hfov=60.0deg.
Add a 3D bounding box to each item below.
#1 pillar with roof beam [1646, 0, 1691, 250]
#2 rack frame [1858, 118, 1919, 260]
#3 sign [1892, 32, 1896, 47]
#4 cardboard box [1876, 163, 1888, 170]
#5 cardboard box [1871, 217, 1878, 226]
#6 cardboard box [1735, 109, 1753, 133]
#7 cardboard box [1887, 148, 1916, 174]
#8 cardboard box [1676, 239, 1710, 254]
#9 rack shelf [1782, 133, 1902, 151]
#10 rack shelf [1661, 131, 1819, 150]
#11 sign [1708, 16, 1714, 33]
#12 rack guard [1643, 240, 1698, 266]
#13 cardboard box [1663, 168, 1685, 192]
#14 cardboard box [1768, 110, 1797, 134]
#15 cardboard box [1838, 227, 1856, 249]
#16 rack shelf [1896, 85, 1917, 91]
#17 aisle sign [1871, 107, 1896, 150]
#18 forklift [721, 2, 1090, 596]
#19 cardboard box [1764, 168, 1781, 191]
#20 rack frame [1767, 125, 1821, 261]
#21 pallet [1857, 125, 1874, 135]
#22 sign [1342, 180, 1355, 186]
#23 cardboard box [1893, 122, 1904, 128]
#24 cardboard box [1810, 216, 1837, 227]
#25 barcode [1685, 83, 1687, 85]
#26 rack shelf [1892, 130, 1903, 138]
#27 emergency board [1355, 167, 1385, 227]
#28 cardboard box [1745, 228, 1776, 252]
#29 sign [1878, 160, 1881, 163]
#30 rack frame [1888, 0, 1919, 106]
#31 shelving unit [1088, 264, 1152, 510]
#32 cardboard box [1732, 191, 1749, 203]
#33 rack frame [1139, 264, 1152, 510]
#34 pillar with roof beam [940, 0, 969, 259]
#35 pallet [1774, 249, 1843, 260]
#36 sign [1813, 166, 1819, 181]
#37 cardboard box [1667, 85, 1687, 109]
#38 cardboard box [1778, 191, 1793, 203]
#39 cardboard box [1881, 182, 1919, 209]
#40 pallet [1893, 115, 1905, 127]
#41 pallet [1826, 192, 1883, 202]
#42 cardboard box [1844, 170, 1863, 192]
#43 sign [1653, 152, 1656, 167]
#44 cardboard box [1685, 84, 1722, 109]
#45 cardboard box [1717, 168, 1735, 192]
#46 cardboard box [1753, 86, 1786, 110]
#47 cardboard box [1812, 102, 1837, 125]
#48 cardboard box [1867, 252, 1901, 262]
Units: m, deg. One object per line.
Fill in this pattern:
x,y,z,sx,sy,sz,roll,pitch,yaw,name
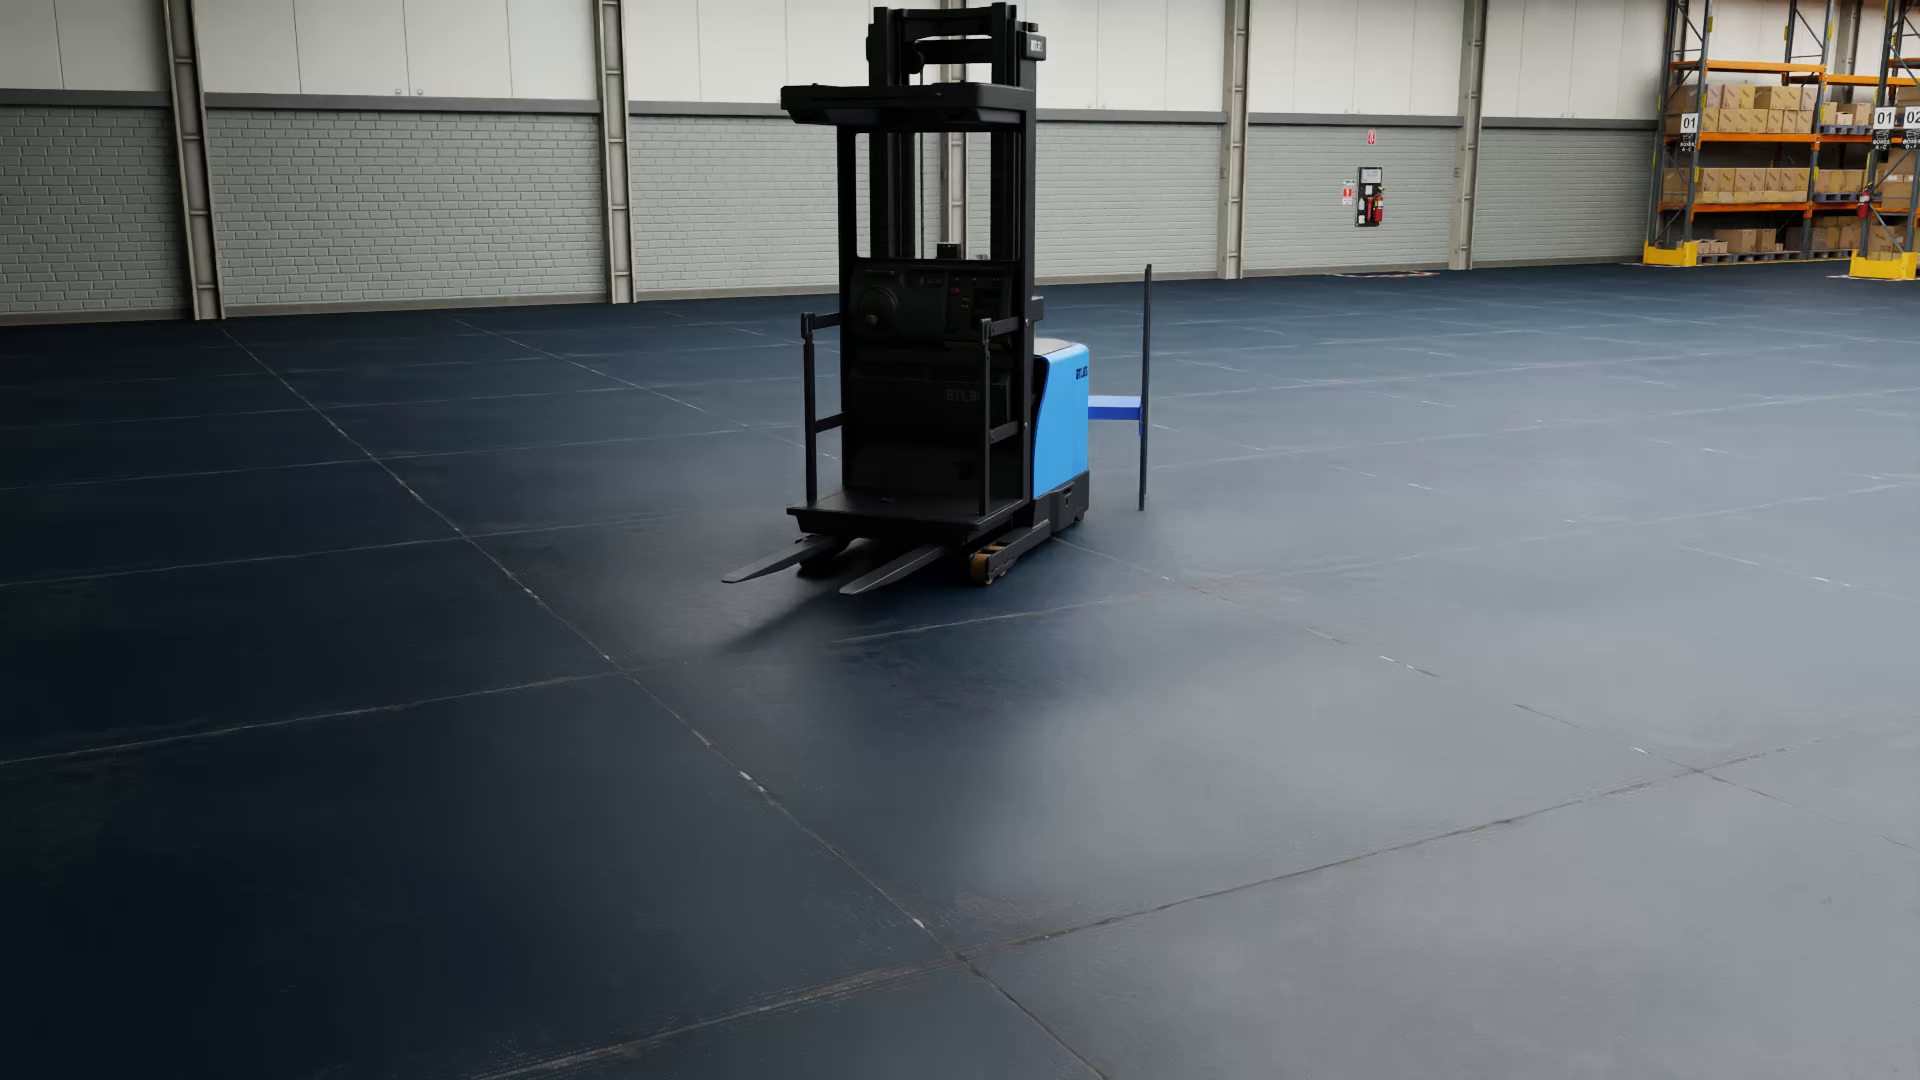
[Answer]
17.769,-9.850,32.882,0.400,9.000,9.100,-7,14,-28,pillar with roof beam
17.884,-6.558,31.919,0.127,3.000,1.000,-7,14,-28,rack frame
22.260,-11.921,39.594,0.005,0.325,0.100,-7,14,-28,sign
21.965,-8.855,39.418,0.250,0.149,0.380,-10,16,-37,cardboard box
21.391,-7.582,39.449,0.500,0.250,0.500,-7,14,-27,cardboard box
16.862,-9.127,36.226,0.500,0.500,0.500,-6,14,-25,cardboard box
18.346,-7.292,31.998,0.500,0.500,0.700,-7,14,-28,cardboard box
16.157,-6.471,36.653,0.500,0.311,0.500,-9,15,-34,cardboard box
20.773,-9.256,38.714,4.000,0.370,1.077,-7,14,-28,rack shelf
17.262,-8.835,36.844,4.000,0.370,1.077,-7,14,-28,rack shelf
15.767,-10.829,34.925,0.005,0.325,0.100,-7,14,-28,sign
15.573,-6.301,36.469,0.348,0.500,1.175,-7,14,-28,rack guard
15.819,-7.906,36.494,0.500,0.500,0.500,-7,14,-28,cardboard box
18.243,-9.304,37.013,0.500,0.500,0.500,-8,15,-33,cardboard box
20.552,-7.119,39.102,0.500,0.500,0.700,-7,14,-27,cardboard box
24.284,-10.945,40.298,4.000,0.370,1.077,-7,14,-28,rack shelf
17.685,-7.876,31.854,0.004,0.787,0.394,-7,14,-28,aisle sign
-0.236,-1.302,8.717,1.130,2.935,3.031,5,14,21,forklift
17.868,-8.022,37.011,0.500,0.500,0.500,-7,15,-29,cardboard box
19.018,-7.933,38.029,0.127,3.000,1.000,-7,14,-28,rack frame
20.519,-9.459,38.405,1.003,0.211,1.213,-7,14,-28,pallet
7.726,-7.106,33.062,0.331,0.109,0.001,-7,14,-28,sign
22.026,-9.656,39.009,0.500,0.311,0.500,-7,14,-28,cardboard box
20.041,-7.422,38.740,0.500,0.250,0.500,-7,15,-29,cardboard box
15.890,-9.976,36.403,0.075,0.075,0.001,-7,14,-28,barcode
19.639,-7.881,32.604,4.000,0.370,1.077,-7,14,-28,rack shelf
8.253,-6.869,33.300,0.643,1.169,0.194,-7,14,-28,emergency board
18.126,-6.812,37.736,0.500,0.500,0.500,-8,15,-32,cardboard box
22.260,-9.026,40.246,0.005,0.325,0.100,-7,14,-28,sign
22.529,-11.281,39.240,0.127,3.000,1.000,-7,14,-28,rack frame
0.669,-0.988,10.582,1.048,1.500,0.538,2,13,7,shelving unit
16.986,-7.549,36.618,0.500,0.250,0.500,-7,15,-29,cardboard box
1.173,-0.973,10.516,0.032,1.500,0.500,2,13,7,rack frame
1.970,-7.957,24.468,0.400,9.000,9.100,-7,14,-28,pillar with roof beam
19.700,-6.655,38.700,1.213,0.211,1.003,-7,14,-28,pallet
19.284,-8.252,37.473,0.005,0.325,0.100,-7,14,-28,sign
15.760,-9.618,36.132,0.500,0.500,0.500,-6,14,-25,cardboard box
18.306,-7.711,37.337,0.500,0.250,0.500,-7,14,-28,cardboard box
18.299,-6.654,32.115,0.500,0.500,0.700,-7,14,-28,cardboard box
18.517,-8.048,31.908,1.213,0.211,1.003,-7,14,-28,pallet
20.811,-8.045,38.960,1.213,0.211,1.003,-7,14,-28,pallet
20.538,-8.377,38.768,0.500,0.500,0.700,-5,14,-20,cardboard box
15.258,-8.341,36.482,0.005,0.325,0.100,-7,14,-28,sign
15.961,-9.516,35.679,0.500,0.500,0.500,-8,15,-32,cardboard box
16.508,-7.857,36.279,0.500,0.500,0.500,-7,14,-28,cardboard box
17.778,-9.722,36.592,0.500,0.500,0.500,-7,15,-30,cardboard box
19.536,-9.693,37.830,0.500,0.500,0.500,-5,13,-20,cardboard box
18.213,-5.535,32.679,0.500,0.250,0.500,-7,14,-28,cardboard box
